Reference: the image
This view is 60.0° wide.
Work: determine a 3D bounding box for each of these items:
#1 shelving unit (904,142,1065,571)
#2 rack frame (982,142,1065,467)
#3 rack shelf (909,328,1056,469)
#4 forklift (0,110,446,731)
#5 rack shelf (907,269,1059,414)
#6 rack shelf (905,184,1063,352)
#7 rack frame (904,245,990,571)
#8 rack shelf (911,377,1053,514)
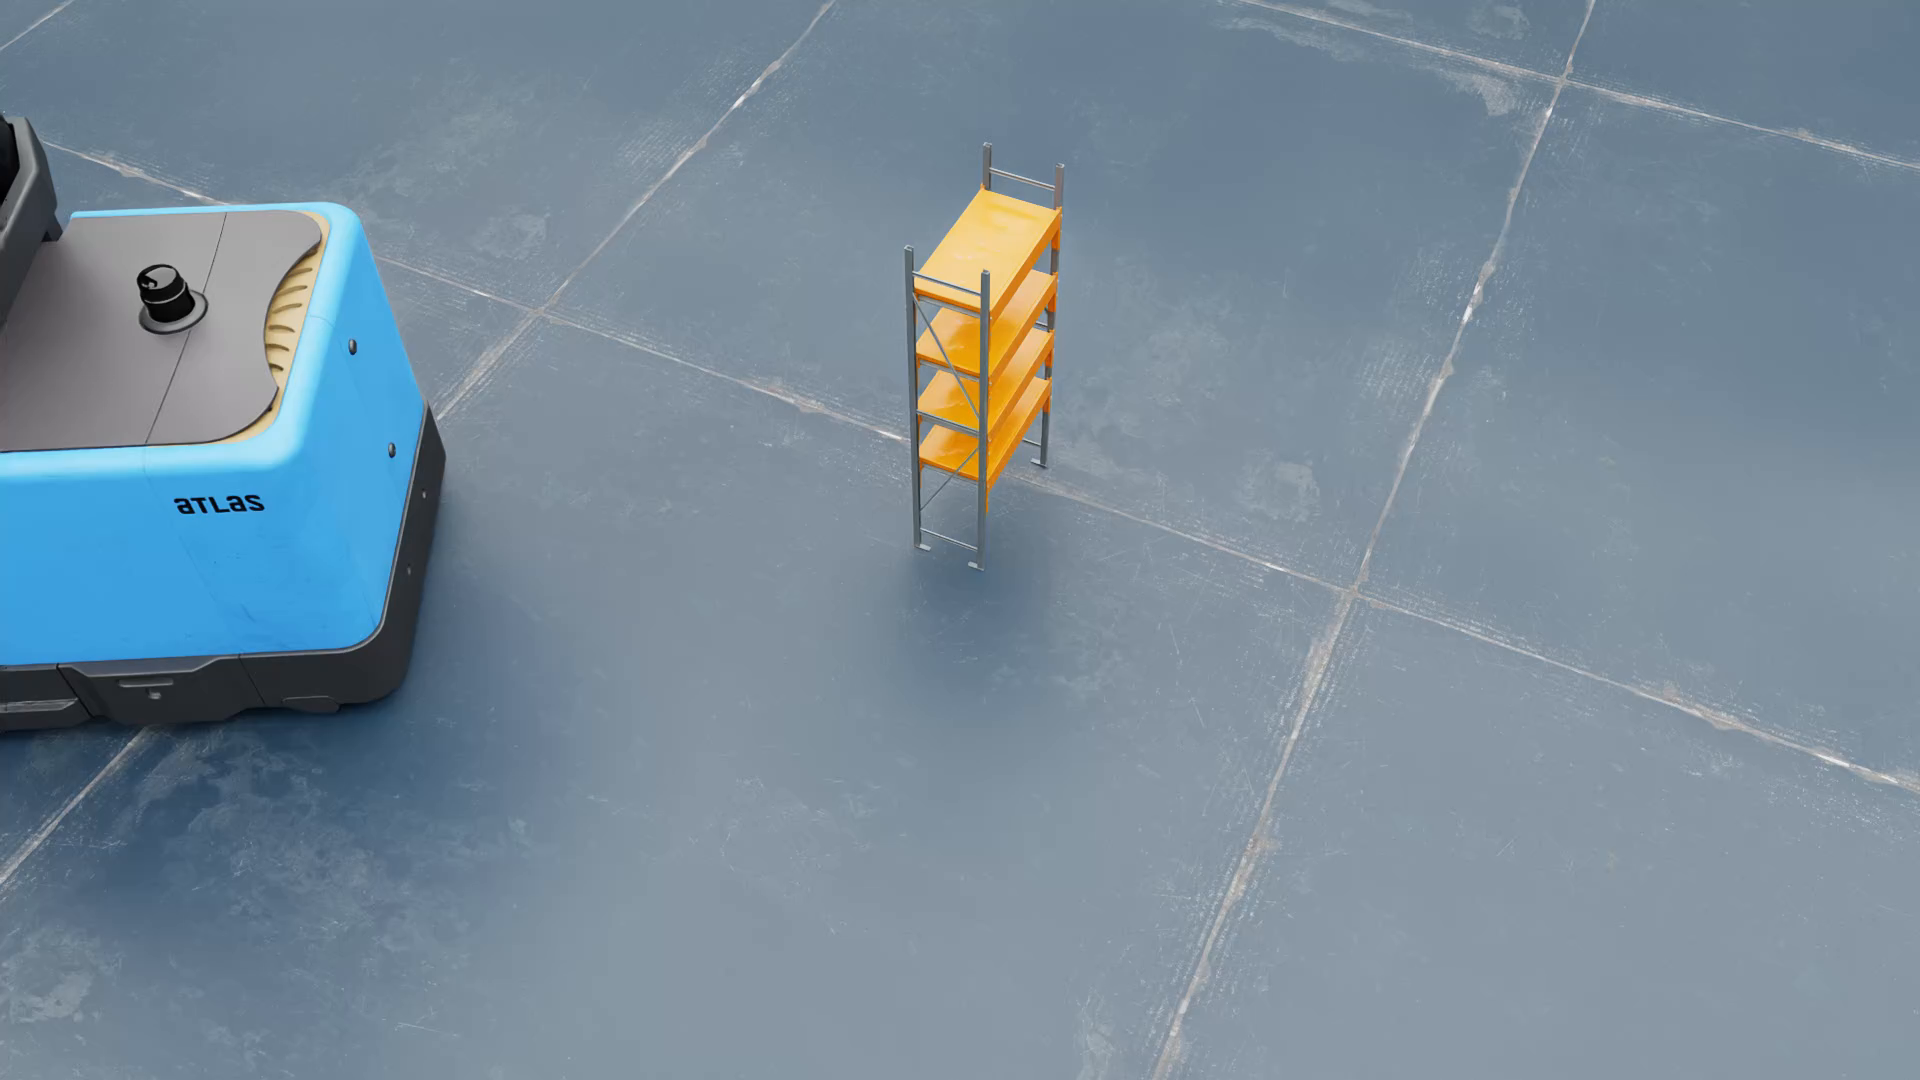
[{"bbox_3d":[0.071,-0.503,4.890,0.258,1.200,0.503,20,52,16],"label":"shelving unit"},{"bbox_3d":[0.175,-0.671,5.033,0.240,1.200,0.015,20,52,16],"label":"rack frame"},{"bbox_3d":[0.071,-0.459,4.941,0.258,0.148,0.480,20,52,16],"label":"rack shelf"},{"bbox_3d":[-3.147,-0.769,3.980,3.031,2.935,1.130,-3,50,-2],"label":"forklift"},{"bbox_3d":[0.071,-0.604,4.771,0.258,0.148,0.480,20,52,16],"label":"rack shelf"},{"bbox_3d":[0.071,-0.757,4.591,0.258,0.148,0.480,20,52,16],"label":"rack shelf"},{"bbox_3d":[-0.034,-0.335,4.747,0.240,1.200,0.015,20,52,16],"label":"rack frame"},{"bbox_3d":[0.071,-0.331,5.092,0.258,0.148,0.480,20,52,16],"label":"rack shelf"}]
